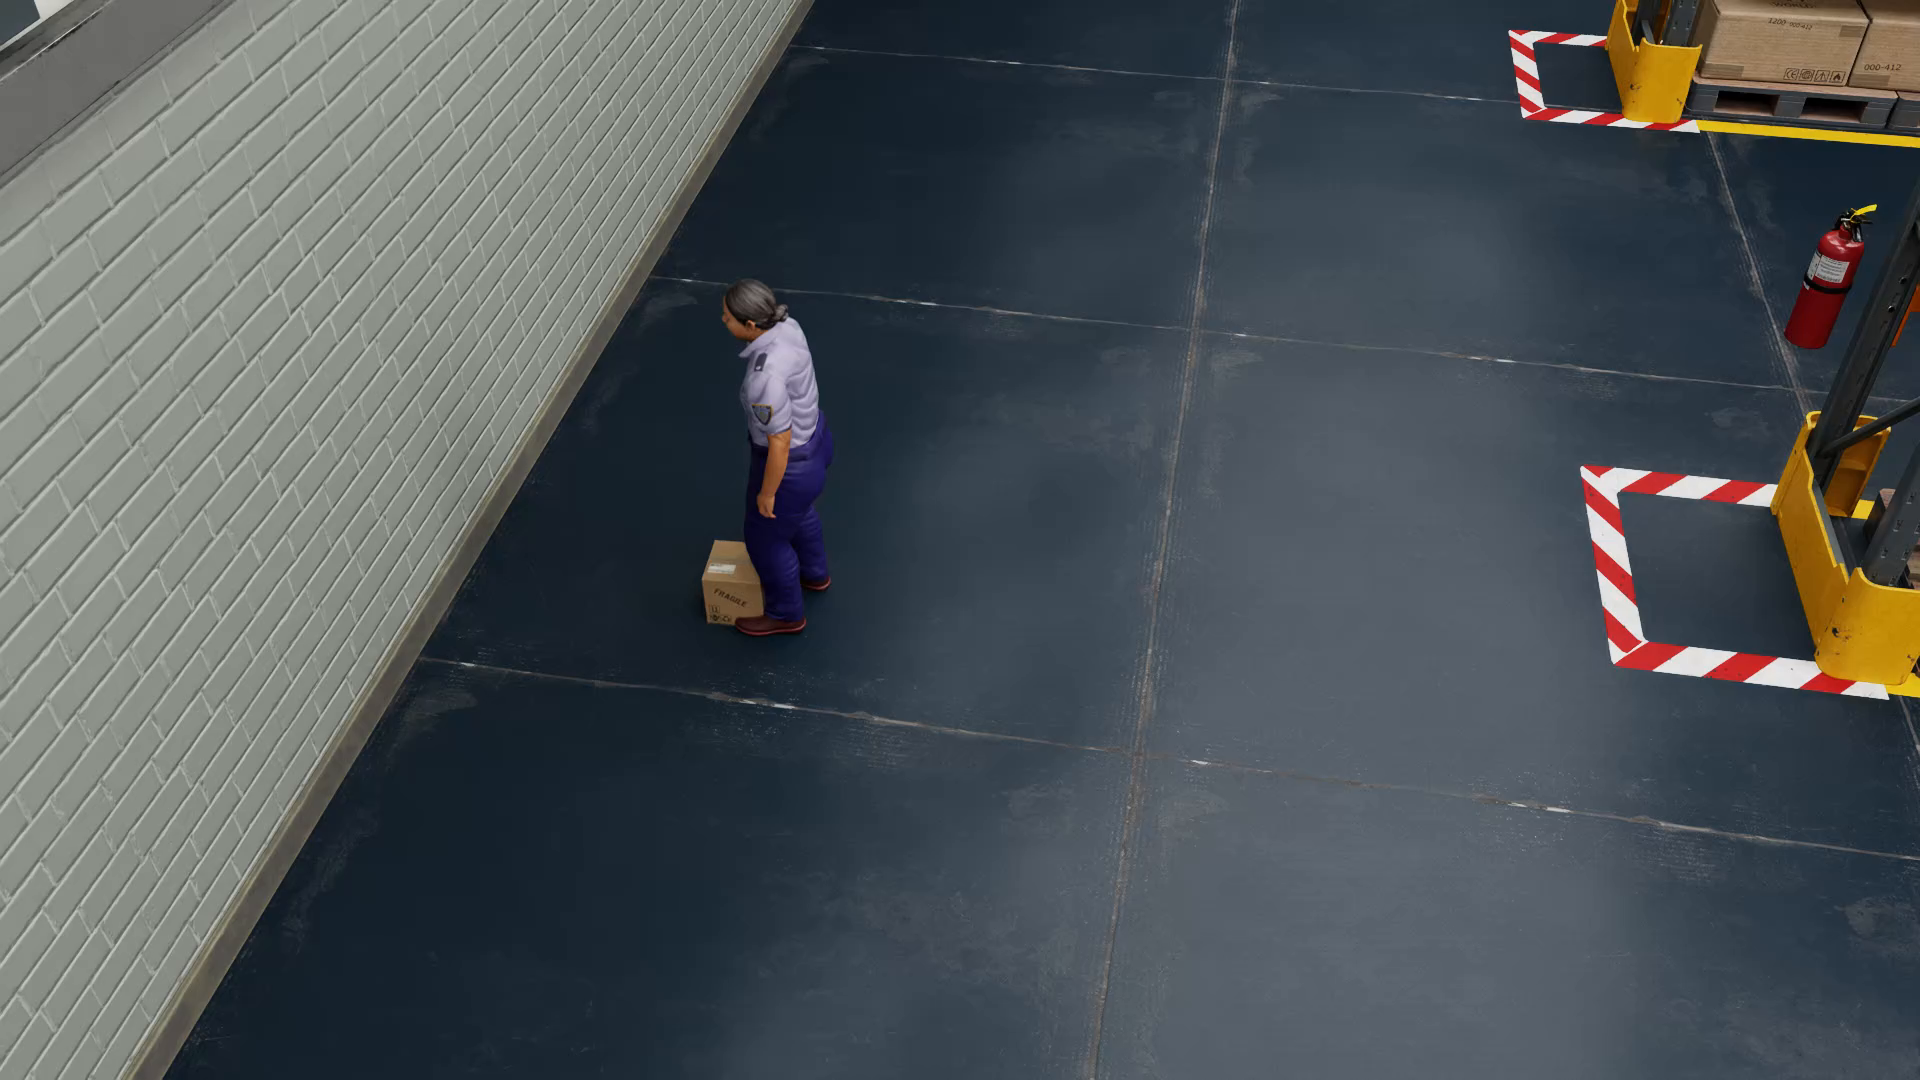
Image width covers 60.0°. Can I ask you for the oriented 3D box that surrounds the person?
[{"bbox_3d":[-0.722,-0.327,6.543,0.425,1.650,0.553,5,41,5],"label":"person"}]
